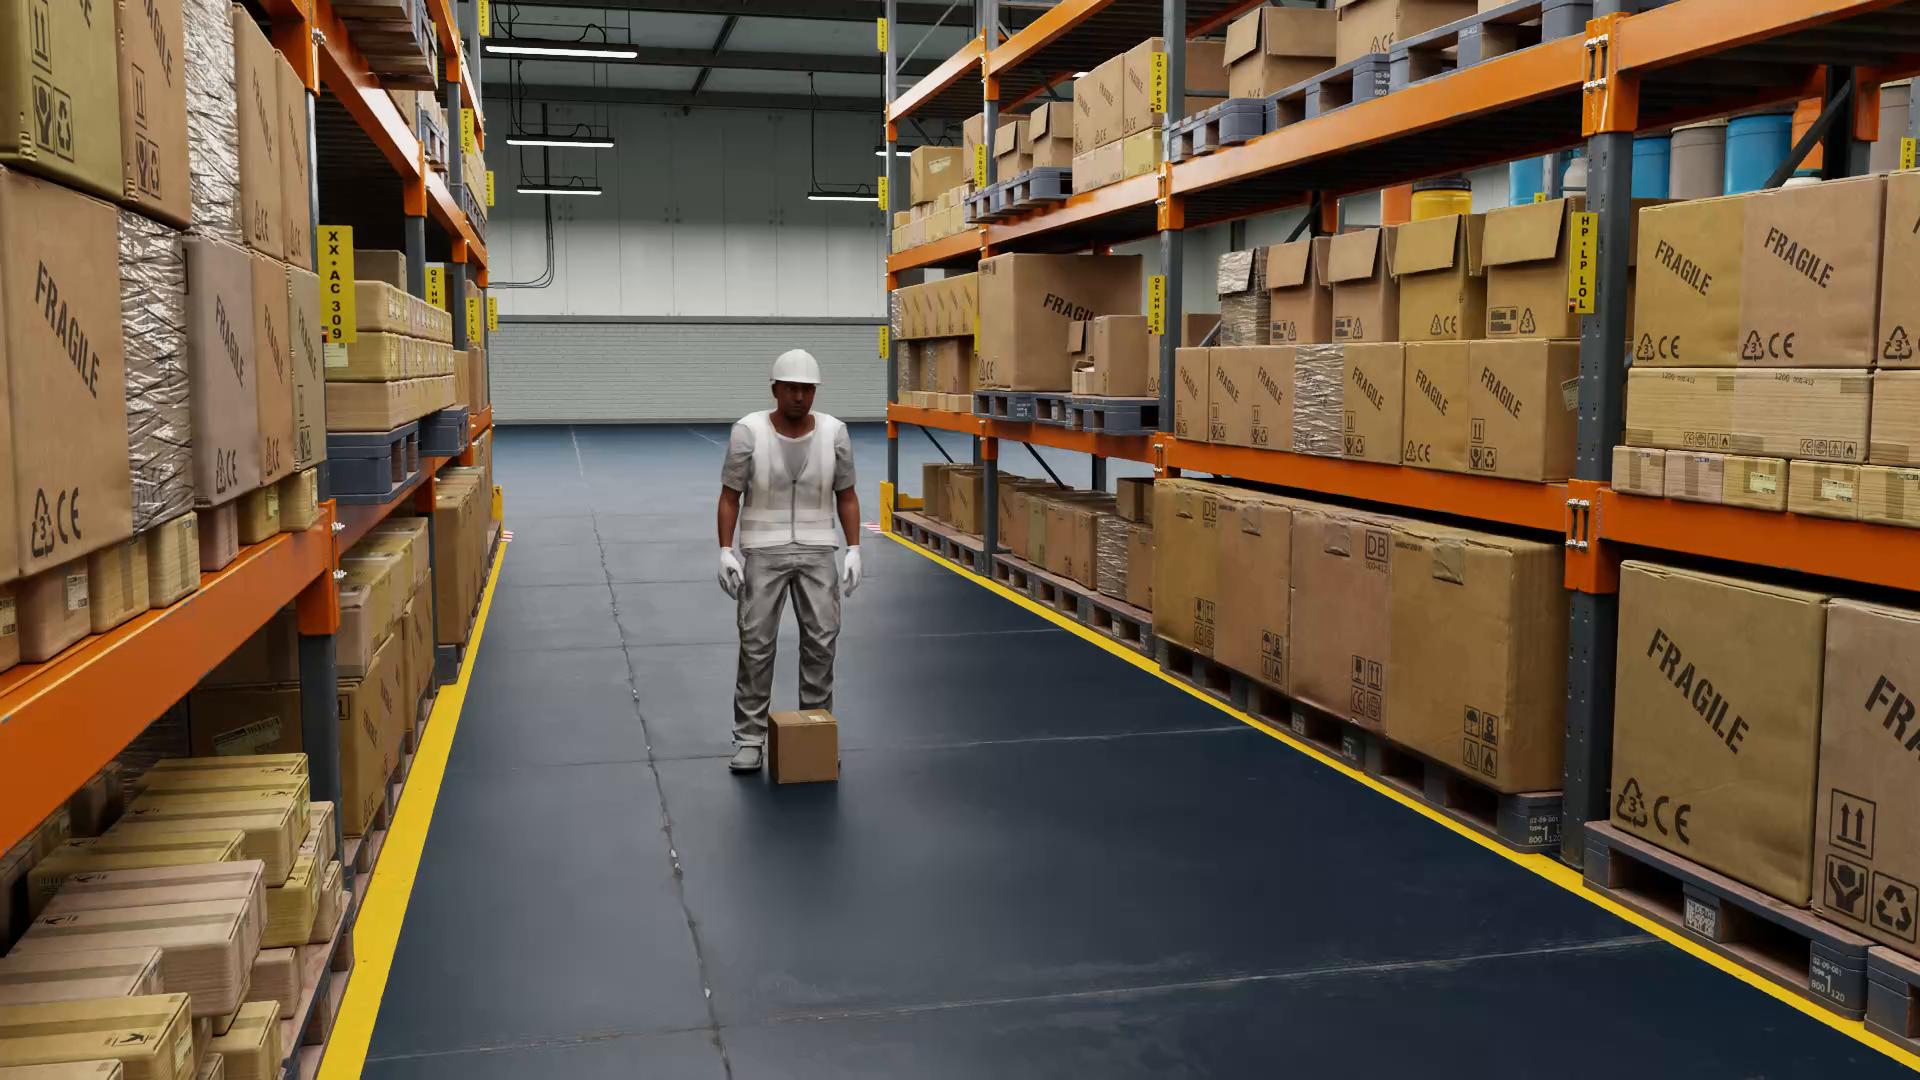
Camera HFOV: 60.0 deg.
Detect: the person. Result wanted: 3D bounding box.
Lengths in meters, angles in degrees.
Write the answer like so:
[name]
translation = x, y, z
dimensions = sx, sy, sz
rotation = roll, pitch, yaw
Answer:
[person]
translation = -0.723, 0.081, 7.080
dimensions = 0.621, 1.774, 0.453
rotation = -2, 6, -14
